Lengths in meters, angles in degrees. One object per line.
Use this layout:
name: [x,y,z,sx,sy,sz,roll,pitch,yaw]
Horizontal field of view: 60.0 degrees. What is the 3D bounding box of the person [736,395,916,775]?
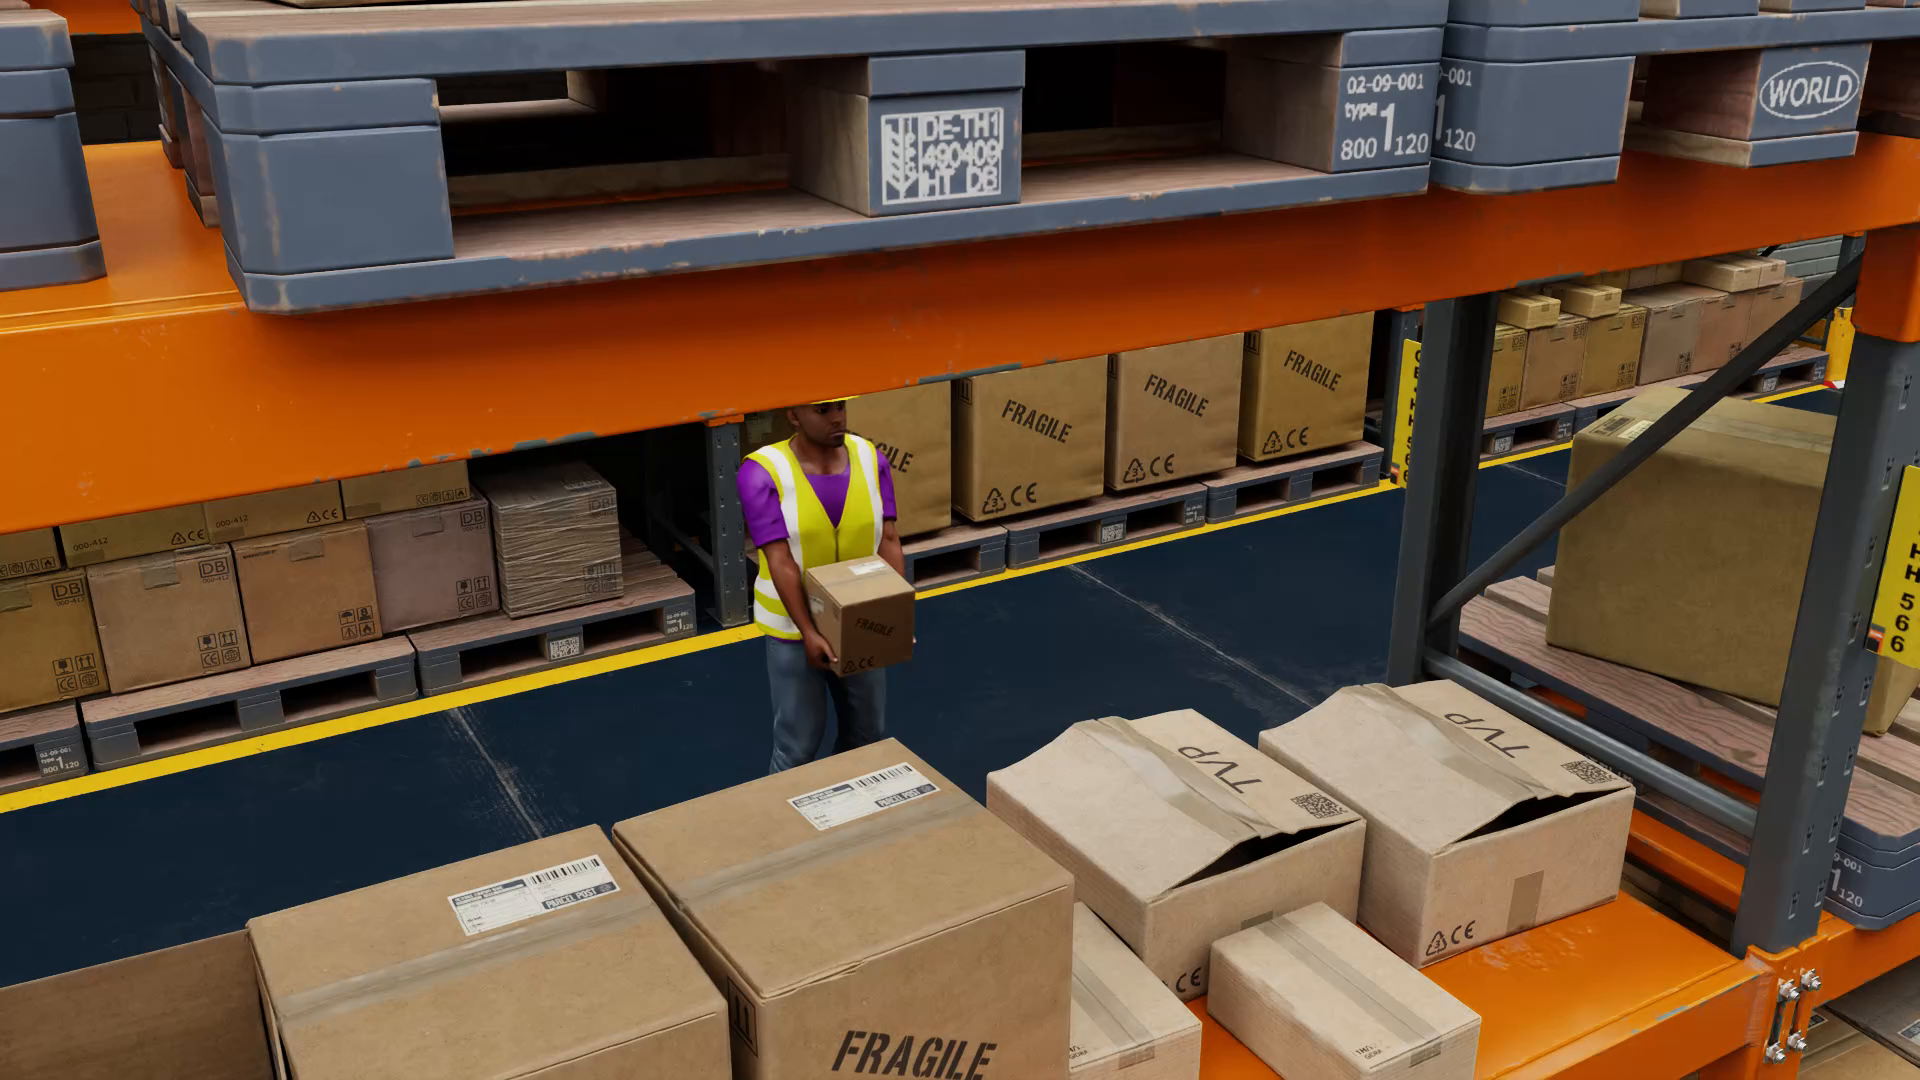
person: [-0.383,0.305,5.289,0.504,1.761,0.578,-12,25,-28]
